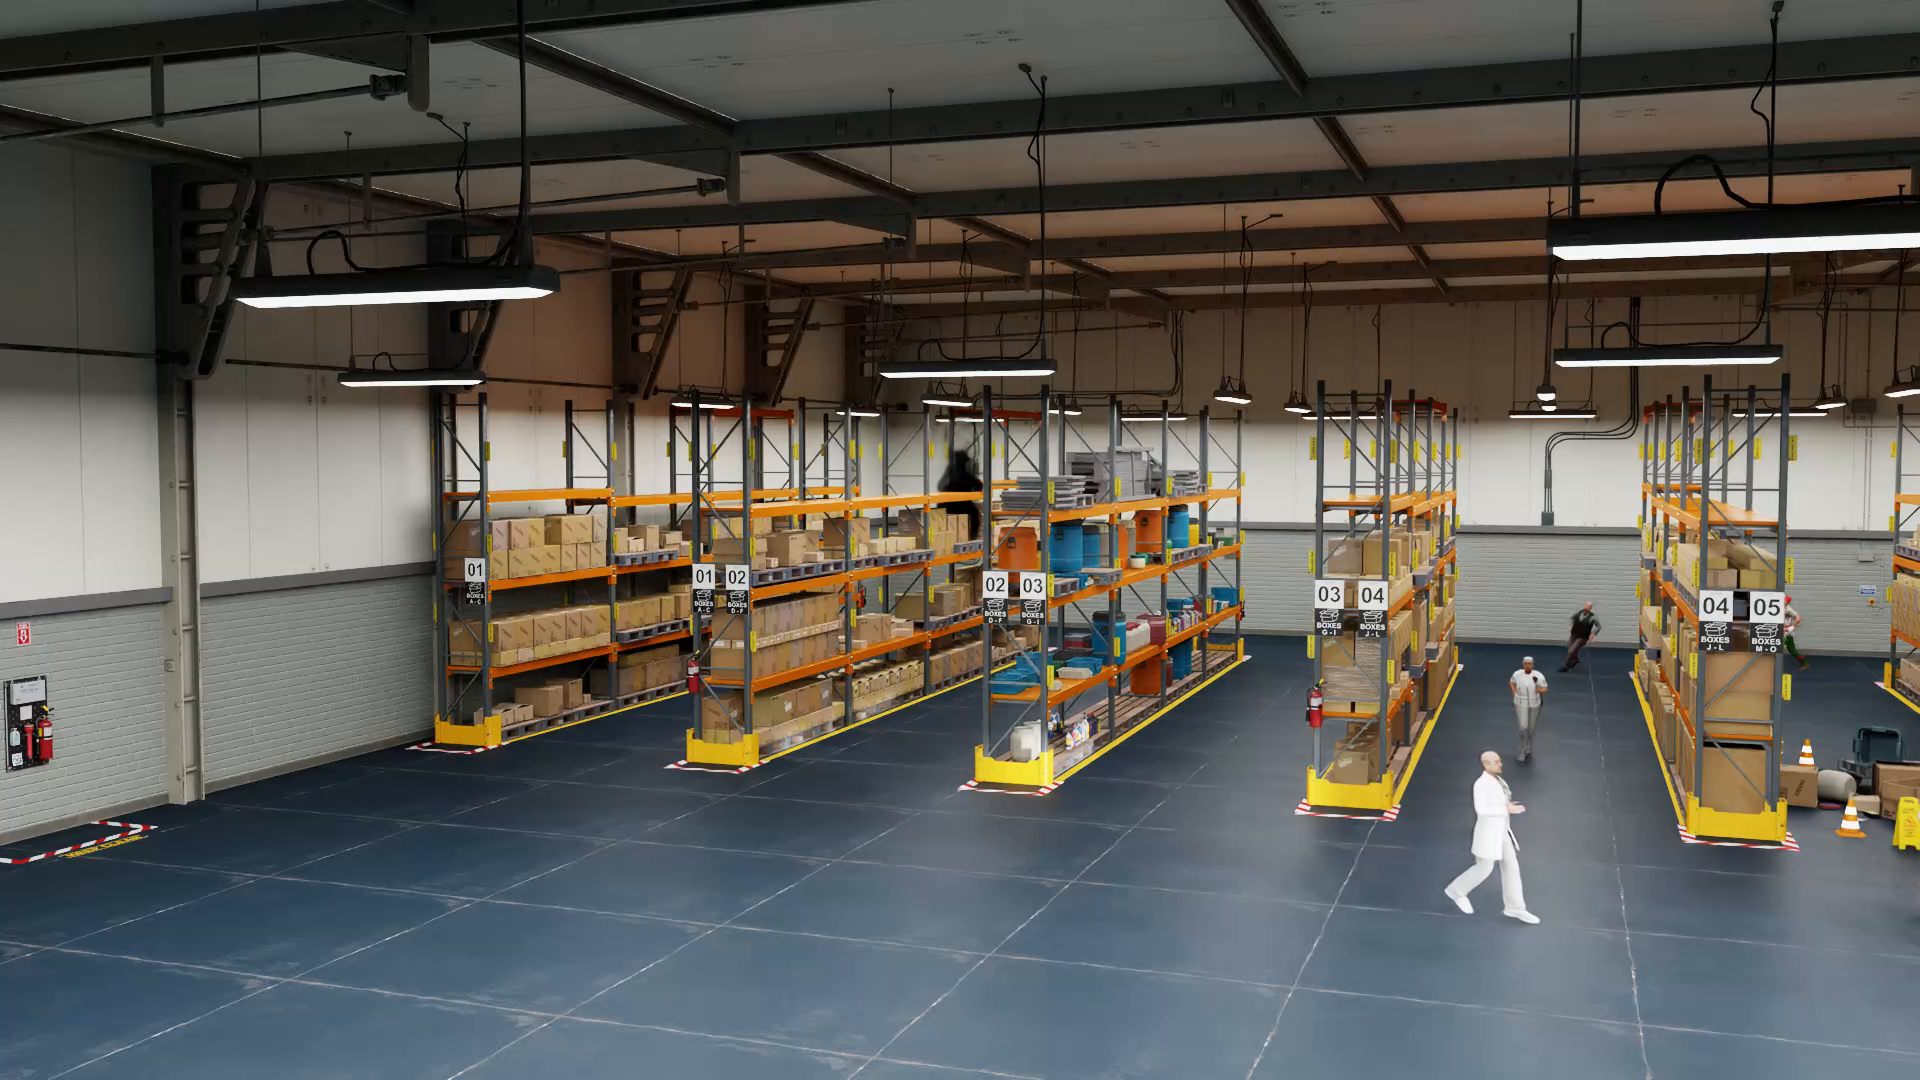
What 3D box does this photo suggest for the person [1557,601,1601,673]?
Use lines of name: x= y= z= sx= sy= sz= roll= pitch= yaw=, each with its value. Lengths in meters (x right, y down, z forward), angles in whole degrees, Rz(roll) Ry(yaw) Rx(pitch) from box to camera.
person: x=13.983 y=2.187 z=37.590 sx=0.821 sy=1.628 sz=0.854 roll=-2 pitch=4 yaw=-31

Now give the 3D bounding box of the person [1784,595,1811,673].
person: x=18.430 y=2.139 z=36.971 sx=0.930 sy=1.829 sz=0.673 roll=1 pitch=3 yaw=21

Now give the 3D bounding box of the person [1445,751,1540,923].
person: x=5.666 y=3.193 z=17.699 sx=1.001 sy=1.644 sz=0.710 roll=3 pitch=4 yaw=42

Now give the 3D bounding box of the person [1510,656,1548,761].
person: x=9.267 y=2.751 z=27.084 sx=0.573 sy=1.737 sz=0.733 roll=1 pitch=3 yaw=13
